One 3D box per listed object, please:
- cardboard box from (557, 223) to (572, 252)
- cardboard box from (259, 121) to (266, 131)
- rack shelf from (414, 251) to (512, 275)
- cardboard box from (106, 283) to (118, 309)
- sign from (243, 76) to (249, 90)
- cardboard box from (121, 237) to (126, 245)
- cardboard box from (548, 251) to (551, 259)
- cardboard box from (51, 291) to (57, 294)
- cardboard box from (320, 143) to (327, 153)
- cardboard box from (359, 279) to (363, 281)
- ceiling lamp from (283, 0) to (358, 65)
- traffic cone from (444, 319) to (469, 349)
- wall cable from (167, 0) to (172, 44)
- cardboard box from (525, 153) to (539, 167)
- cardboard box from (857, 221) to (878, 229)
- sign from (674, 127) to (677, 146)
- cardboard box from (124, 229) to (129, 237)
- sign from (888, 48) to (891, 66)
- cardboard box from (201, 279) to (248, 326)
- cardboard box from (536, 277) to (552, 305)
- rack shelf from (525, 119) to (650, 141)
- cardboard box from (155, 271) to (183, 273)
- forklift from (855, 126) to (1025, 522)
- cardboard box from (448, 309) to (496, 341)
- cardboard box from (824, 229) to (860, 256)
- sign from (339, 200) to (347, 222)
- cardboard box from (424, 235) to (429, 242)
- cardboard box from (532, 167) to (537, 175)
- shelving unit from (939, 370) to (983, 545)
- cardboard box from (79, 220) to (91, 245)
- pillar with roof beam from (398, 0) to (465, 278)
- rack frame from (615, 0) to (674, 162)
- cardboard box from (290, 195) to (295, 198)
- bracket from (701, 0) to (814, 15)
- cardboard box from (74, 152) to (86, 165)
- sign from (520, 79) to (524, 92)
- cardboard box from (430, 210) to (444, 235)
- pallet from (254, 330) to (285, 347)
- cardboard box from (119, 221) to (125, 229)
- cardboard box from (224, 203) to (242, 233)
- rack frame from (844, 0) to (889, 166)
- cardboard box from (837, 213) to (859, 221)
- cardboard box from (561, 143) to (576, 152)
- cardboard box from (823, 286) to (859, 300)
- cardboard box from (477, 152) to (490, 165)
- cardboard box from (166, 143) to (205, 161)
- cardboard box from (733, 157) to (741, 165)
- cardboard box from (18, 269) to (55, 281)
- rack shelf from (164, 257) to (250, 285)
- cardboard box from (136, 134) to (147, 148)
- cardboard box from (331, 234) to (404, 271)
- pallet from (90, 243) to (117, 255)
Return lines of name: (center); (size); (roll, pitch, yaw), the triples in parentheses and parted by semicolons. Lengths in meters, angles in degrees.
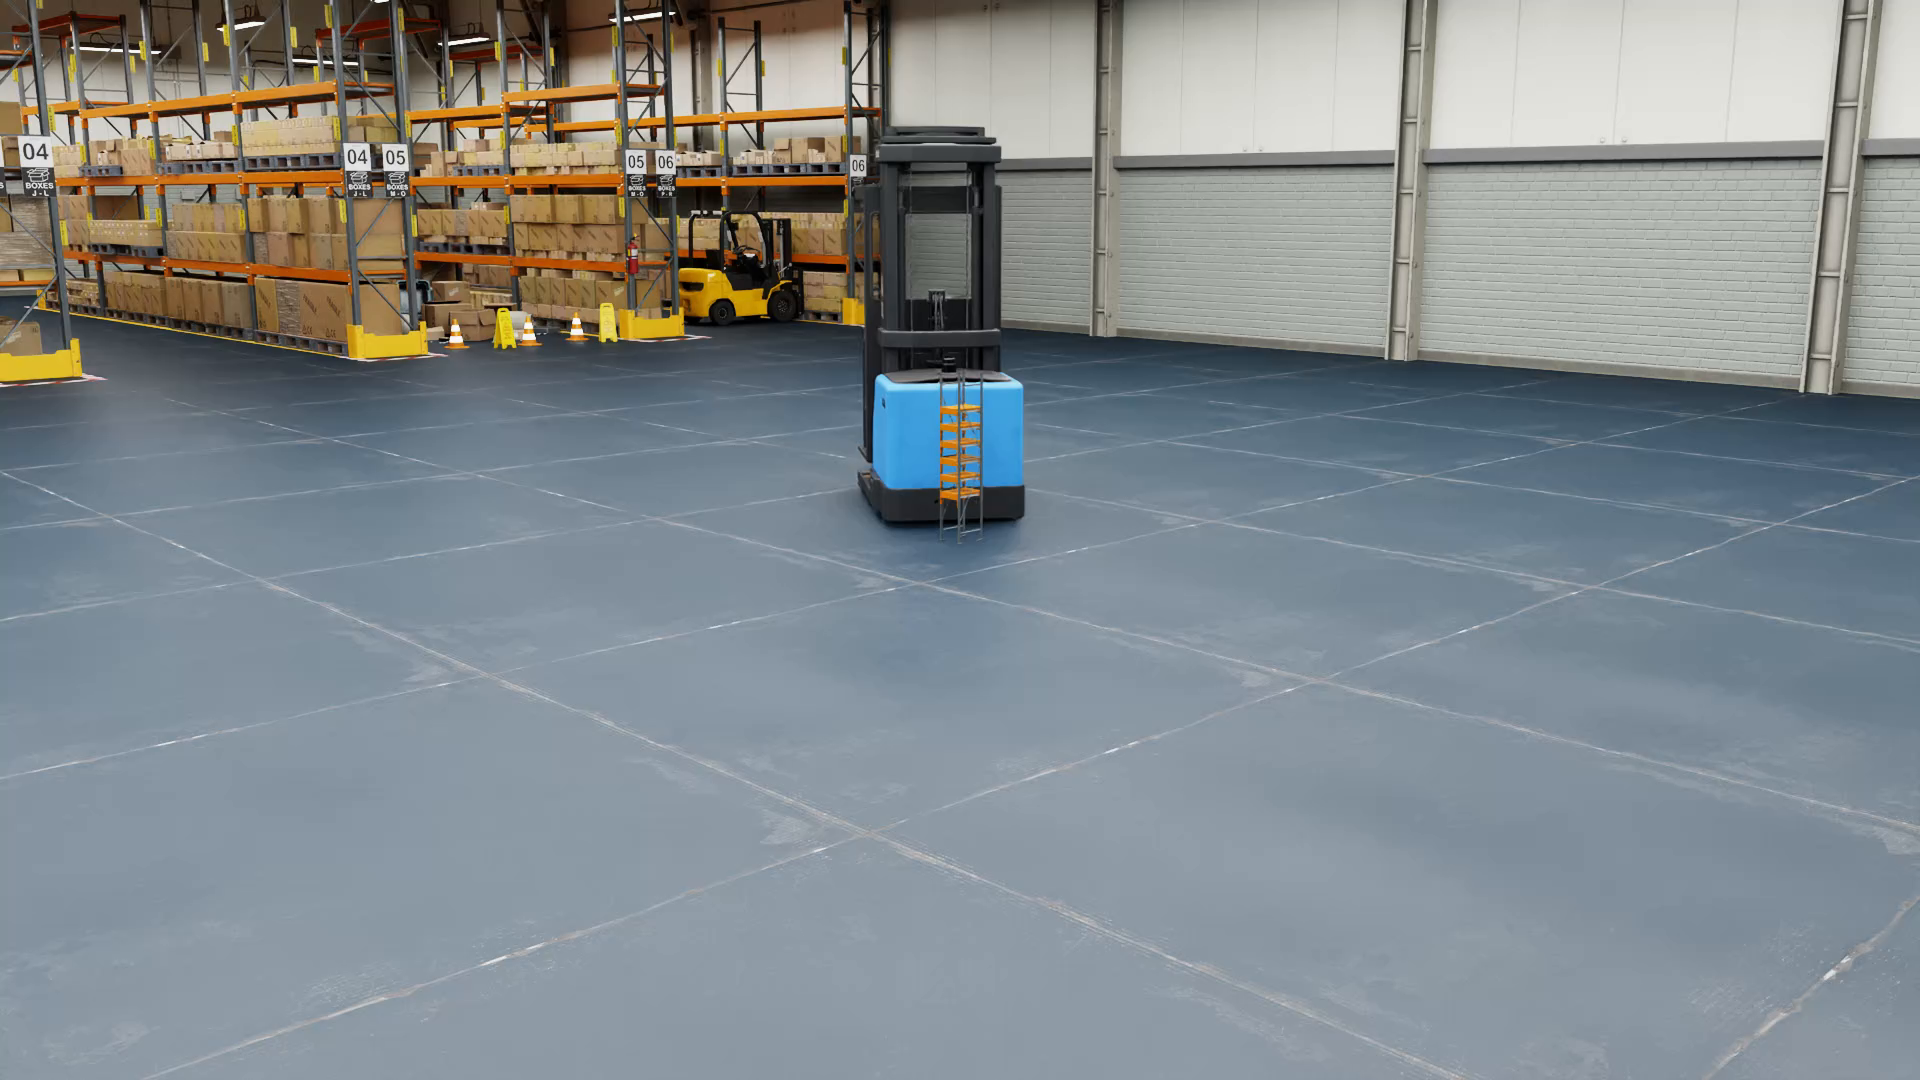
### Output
cardboard box: (-6.958, -5.495, 30.166); (0.500, 0.500, 0.500); (-11, 16, -42)
cardboard box: (-11.102, -6.695, 26.898); (0.380, 0.149, 0.250); (-11, 16, -43)
rack shelf: (-9.505, -5.559, 33.245); (1.077, 0.370, 4.000); (-11, 16, -43)
cardboard box: (-16.841, -4.919, 33.510); (0.500, 0.500, 0.500); (-10, 15, -40)
sign: (-16.817, -10.768, 39.169); (0.100, 0.325, 0.005); (-11, 16, -43)
cardboard box: (-15.952, -5.778, 32.103); (0.380, 0.149, 0.250); (-10, 15, -41)
cardboard box: (-7.369, -5.266, 30.663); (0.380, 0.149, 0.250); (-11, 16, -43)
cardboard box: (-19.597, -5.462, 36.274); (0.380, 0.149, 0.250); (-11, 16, -43)
cardboard box: (-9.520, -5.970, 25.358); (0.380, 0.149, 0.250); (-11, 16, -42)
cardboard box: (-13.163, -5.873, 37.209); (0.875, 0.875, 0.875); (-10, 15, -41)
ceiling lamp: (-16.359, -13.927, 42.745); (2.000, 3.185, 0.800); (-11, 16, -43)
traffic cone: (-8.212, -3.364, 27.095); (0.336, 0.463, 0.334); (-11, 16, -43)
wall cable: (-21.299, -14.186, 42.113); (2.355, 3.000, 0.029); (-11, 16, -43)
cardboard box: (-7.656, -6.985, 30.582); (0.500, 0.250, 0.500); (-11, 16, -43)
cardboard box: (-1.821, -6.181, 32.622); (0.250, 0.149, 0.380); (11, 16, 44)
sign: (-4.970, -7.009, 28.898); (0.100, 0.325, 0.005); (-11, 16, -43)
cardboard box: (-15.779, -5.886, 31.892); (0.380, 0.149, 0.250); (-11, 16, -43)
sign: (-1.369, -9.278, 31.937); (0.100, 0.325, 0.005); (-11, 16, -43)
cardboard box: (-12.792, -4.238, 29.585); (1.050, 0.750, 0.750); (-11, 16, -43)
cardboard box: (-7.534, -4.646, 30.943); (0.500, 0.500, 0.500); (-10, 15, -40)
rack shelf: (-8.680, -9.578, 38.873); (1.077, 0.370, 4.000); (-11, 16, -43)
cardboard box: (-15.741, -5.206, 33.042); (0.500, 0.250, 0.500); (11, 16, 43)
forklift: (-0.254, -1.817, 13.465); (1.130, 2.935, 3.031); (-2, 12, -9)
cardboard box: (-8.406, -3.717, 28.705); (0.637, 0.503, 0.797); (1, 12, 6)
cardboard box: (-2.304, -5.812, 32.443); (0.500, 0.500, 0.500); (-11, 16, -44)
sign: (-9.274, -4.941, 25.004); (0.100, 0.325, 0.005); (-11, 16, -43)
cardboard box: (-10.797, -6.213, 34.216); (0.250, 0.149, 0.380); (11, 16, 42)
cardboard box: (-7.695, -6.819, 30.767); (0.380, 0.149, 0.250); (-11, 16, -43)
shelving unit: (0.010, -0.586, 11.780); (0.258, 1.200, 0.189); (-11, 16, -43)
cardboard box: (-17.698, -6.309, 34.114); (0.500, 0.500, 0.500); (-11, 16, -42)
pillar with roof beam: (-17.148, -10.921, 42.618); (9.100, 9.000, 0.548); (-11, 16, -43)
rack frame: (-5.362, -7.974, 28.316); (1.000, 3.000, 0.127); (-11, 16, -43)
cardboard box: (-15.326, -7.905, 38.513); (0.250, 0.149, 0.380); (11, 16, 44)
bracket: (-3.926, -11.044, 34.295); (0.076, 0.066, 4.783); (-11, 16, -43)
cardboard box: (-17.662, -7.755, 33.820); (0.500, 0.250, 0.500); (11, 16, 42)
sign: (-10.467, -10.841, 39.721); (0.100, 0.325, 0.005); (-11, 16, -43)
cardboard box: (-10.378, -6.431, 33.667); (0.500, 0.500, 0.500); (-10, 15, -40)
pallet: (-11.166, -3.428, 28.025); (1.003, 0.211, 1.213); (-11, 16, -43)
cardboard box: (-15.958, -6.070, 32.047); (0.380, 0.149, 0.250); (-10, 15, -40)
cardboard box: (-12.338, -5.600, 28.935); (0.700, 0.500, 0.500); (-11, 16, -43)
rack frame: (-1.774, -8.667, 31.676); (1.000, 3.000, 0.127); (-11, 16, -43)
cardboard box: (-2.174, -6.264, 32.287); (0.380, 0.149, 0.250); (-11, 16, -42)
cardboard box: (-6.892, -7.000, 29.667); (0.380, 0.149, 0.250); (-10, 16, -41)
cardboard box: (-2.337, -4.860, 32.600); (0.500, 0.250, 0.500); (-11, 16, -43)
cardboard box: (-8.978, -7.361, 32.103); (0.500, 0.250, 0.500); (-11, 16, -42)
cardboard box: (-14.056, -7.043, 30.161); (0.500, 0.311, 0.500); (-11, 16, -42)
cardboard box: (-4.447, -7.805, 34.262); (0.380, 0.149, 0.250); (-10, 16, -41)
cardboard box: (-12.554, -3.607, 22.607); (0.380, 0.149, 0.250); (-11, 16, -43)
rack shelf: (-13.016, -4.855, 29.825); (1.077, 0.370, 4.000); (-11, 16, -43)
cardboard box: (-15.229, -7.488, 31.243); (0.396, 0.266, 0.258); (-11, 16, -43)
cardboard box: (-9.161, -4.453, 25.719); (0.875, 0.550, 0.550); (-11, 16, -43)
pallet: (-16.737, -5.857, 33.382); (1.003, 0.211, 1.213); (-11, 16, -43)
